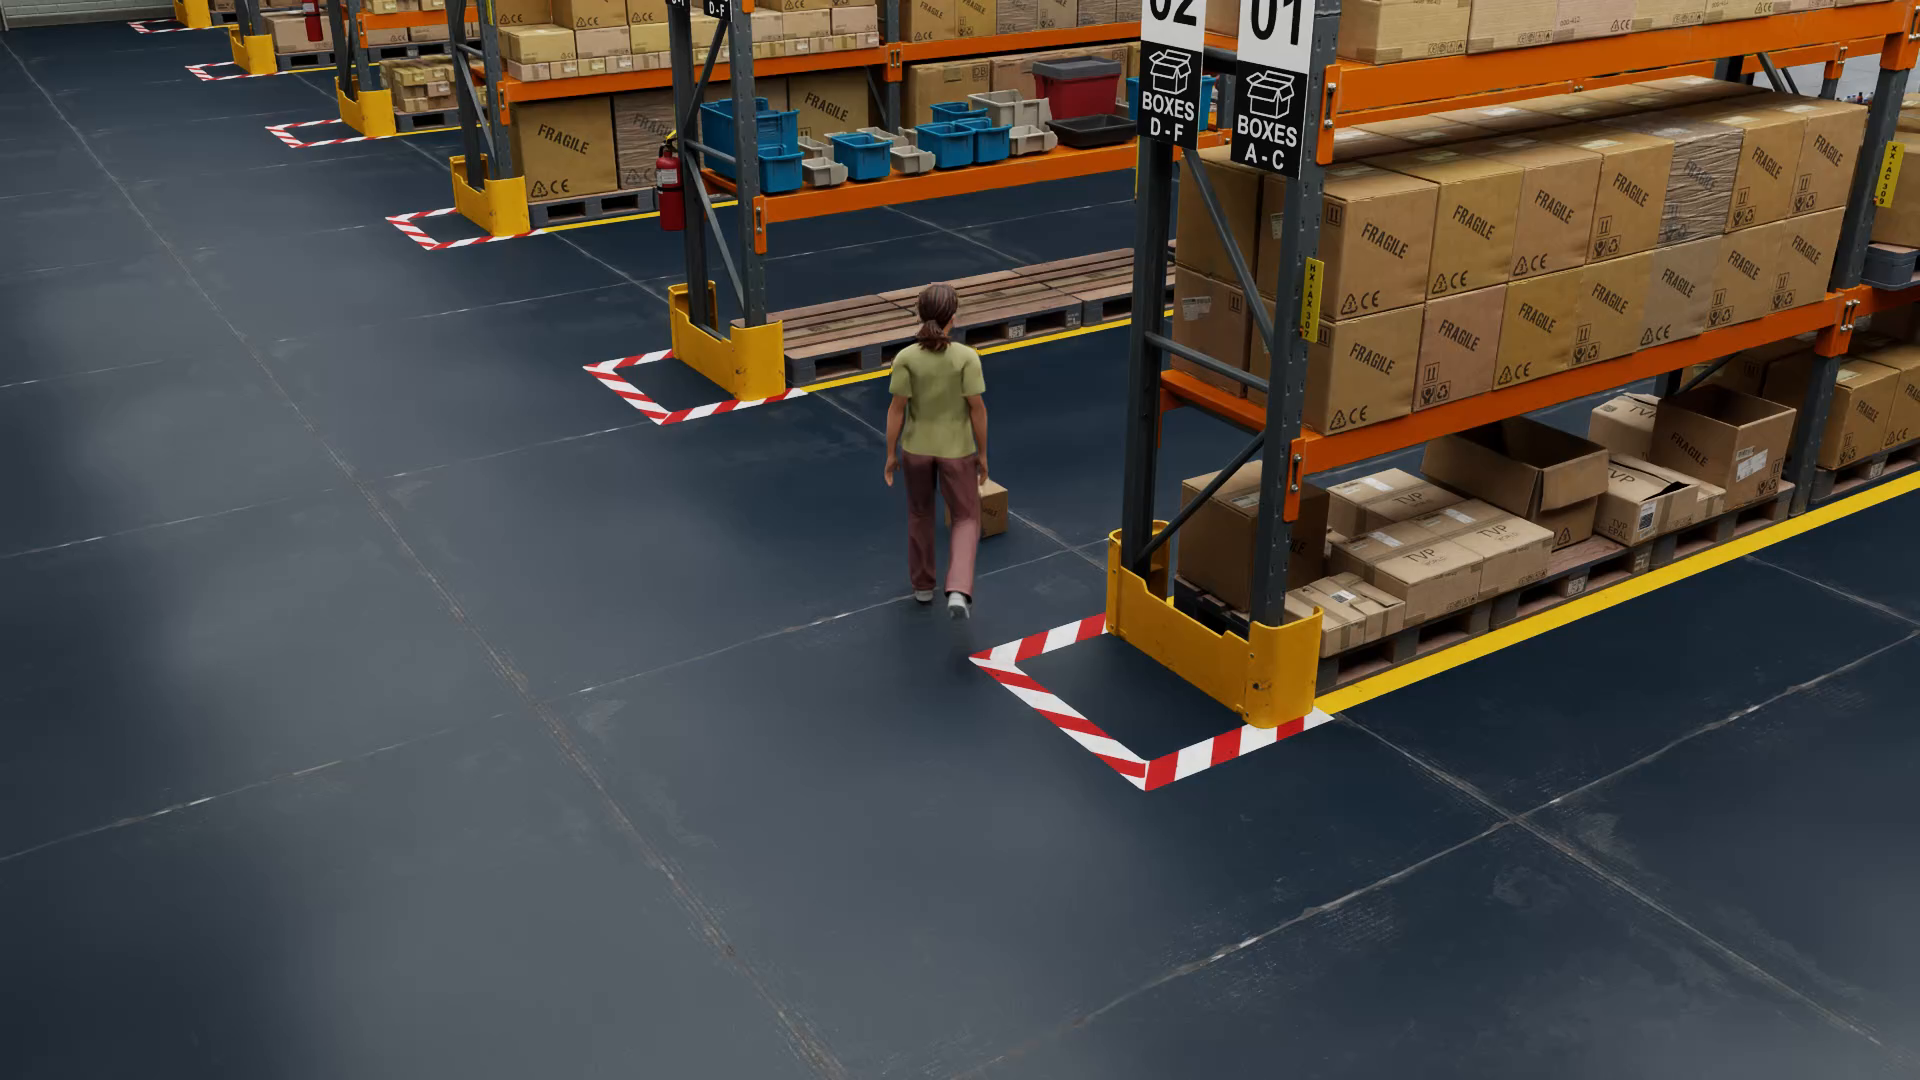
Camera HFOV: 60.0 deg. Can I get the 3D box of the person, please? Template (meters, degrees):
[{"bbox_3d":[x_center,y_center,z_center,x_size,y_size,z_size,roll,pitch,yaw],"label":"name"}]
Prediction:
[{"bbox_3d":[-0.113,-0.387,7.914,0.498,1.659,0.823,3,25,6],"label":"person"}]
